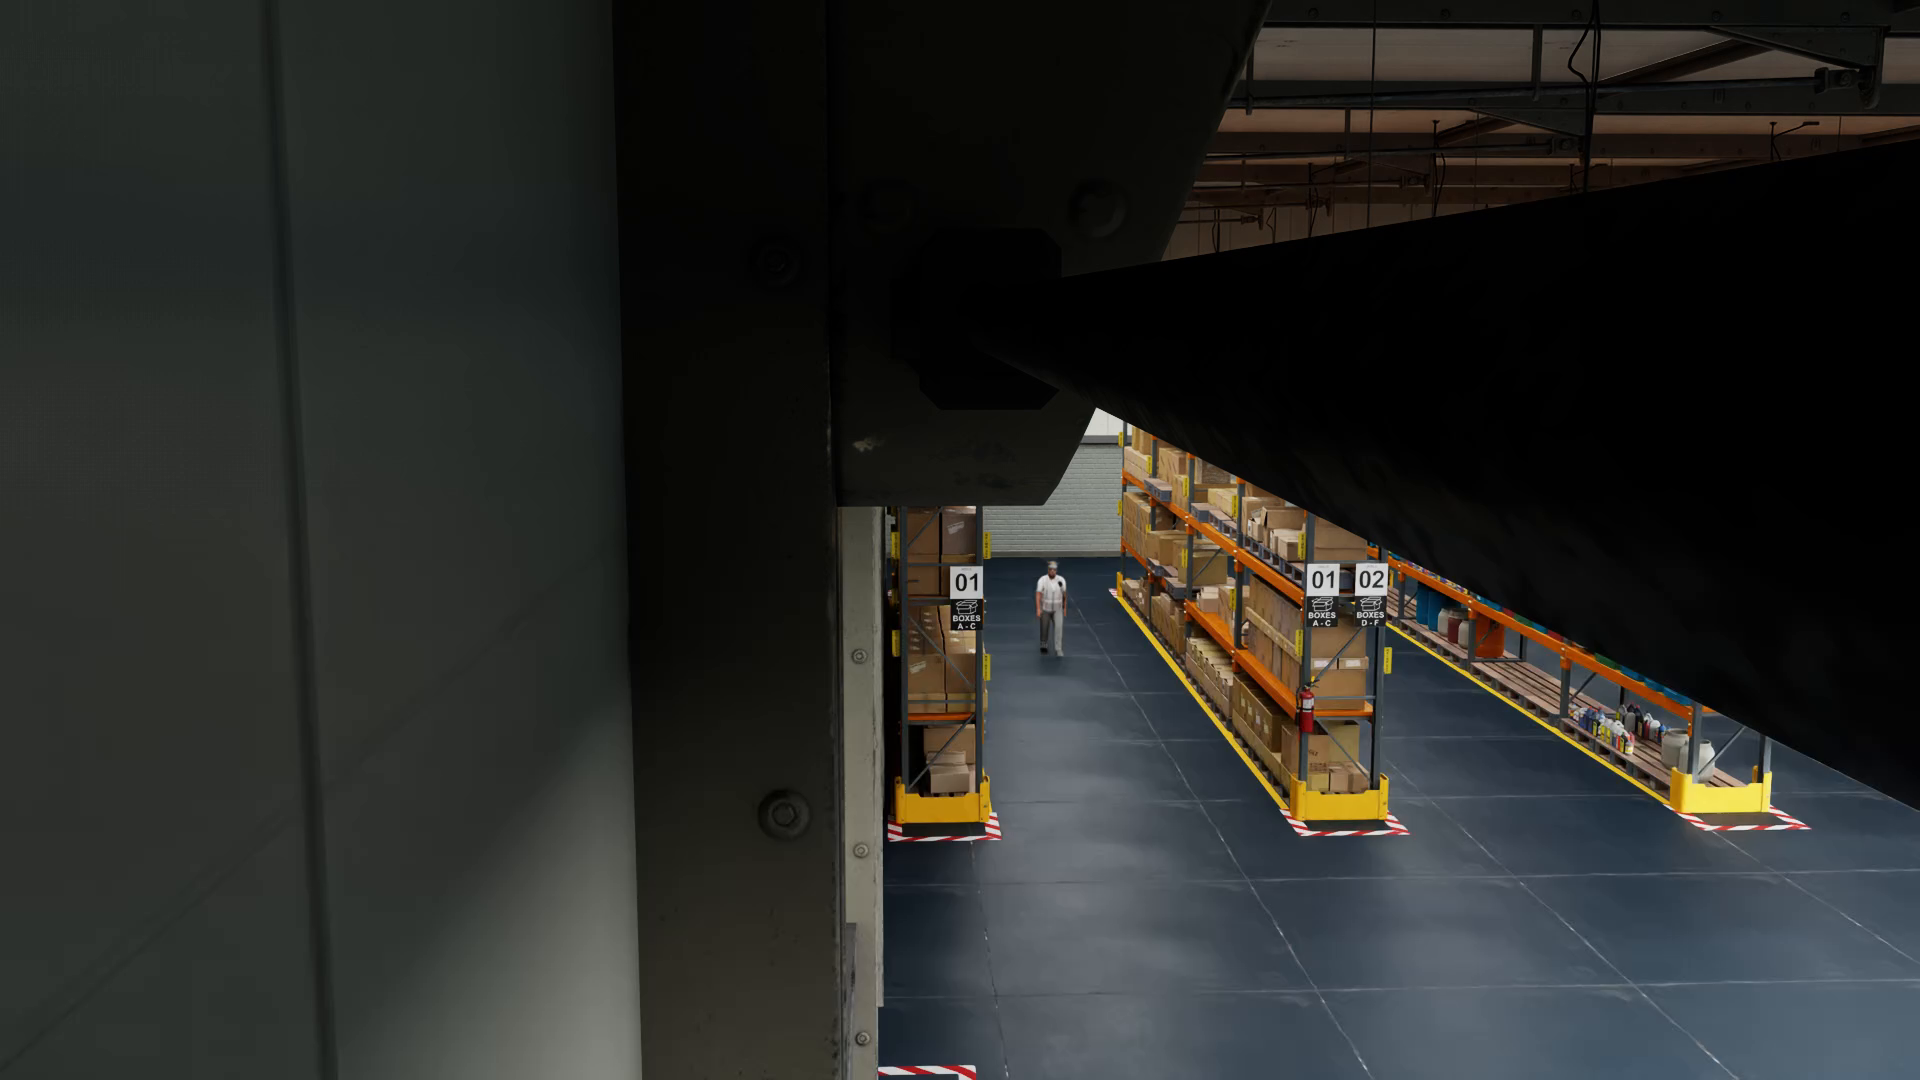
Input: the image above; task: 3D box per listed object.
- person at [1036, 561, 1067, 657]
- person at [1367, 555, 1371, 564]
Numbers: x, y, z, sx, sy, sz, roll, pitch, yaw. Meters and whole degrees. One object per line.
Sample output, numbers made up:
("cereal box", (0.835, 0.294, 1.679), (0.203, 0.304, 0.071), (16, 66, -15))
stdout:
("person", (1.668, 1.228, 30.238), (0.596, 1.713, 1.099), (-1, 8, -6))
("person", (9.728, -0.055, 39.556), (0.460, 1.606, 1.073), (-3, 8, -18))
